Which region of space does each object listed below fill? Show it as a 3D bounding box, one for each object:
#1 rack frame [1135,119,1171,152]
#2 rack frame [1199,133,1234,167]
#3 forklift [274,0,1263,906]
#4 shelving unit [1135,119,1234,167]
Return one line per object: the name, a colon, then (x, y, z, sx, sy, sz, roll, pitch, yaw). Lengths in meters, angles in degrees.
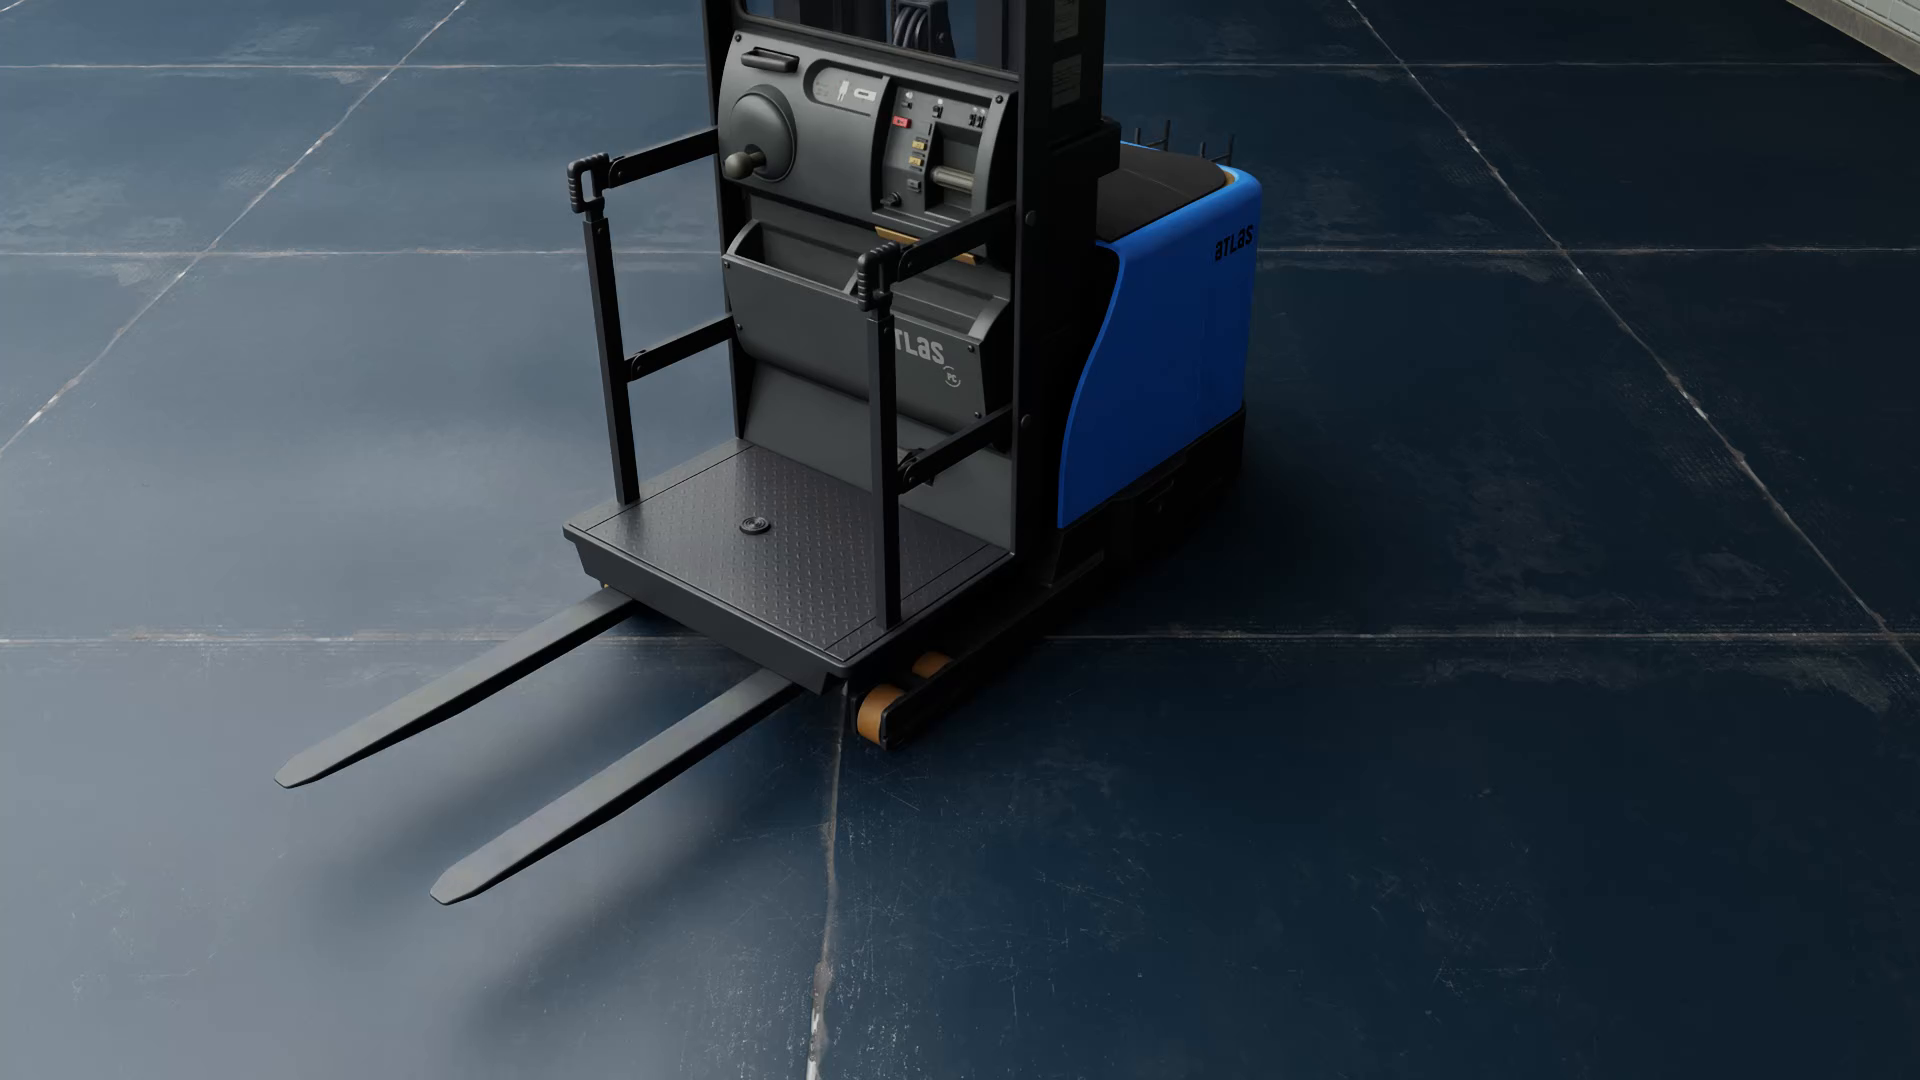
rack frame: (0.608, -0.905, 5.713, 0.008, 1.050, 0.200, 22, 33, 32)
rack frame: (0.800, -0.826, 5.584, 0.008, 1.050, 0.200, 22, 33, 32)
forklift: (-0.396, -1.003, 4.077, 1.130, 2.935, 3.031, 23, 38, 33)
shelving unit: (0.704, -0.865, 5.648, 0.252, 1.050, 0.215, 22, 33, 32)
